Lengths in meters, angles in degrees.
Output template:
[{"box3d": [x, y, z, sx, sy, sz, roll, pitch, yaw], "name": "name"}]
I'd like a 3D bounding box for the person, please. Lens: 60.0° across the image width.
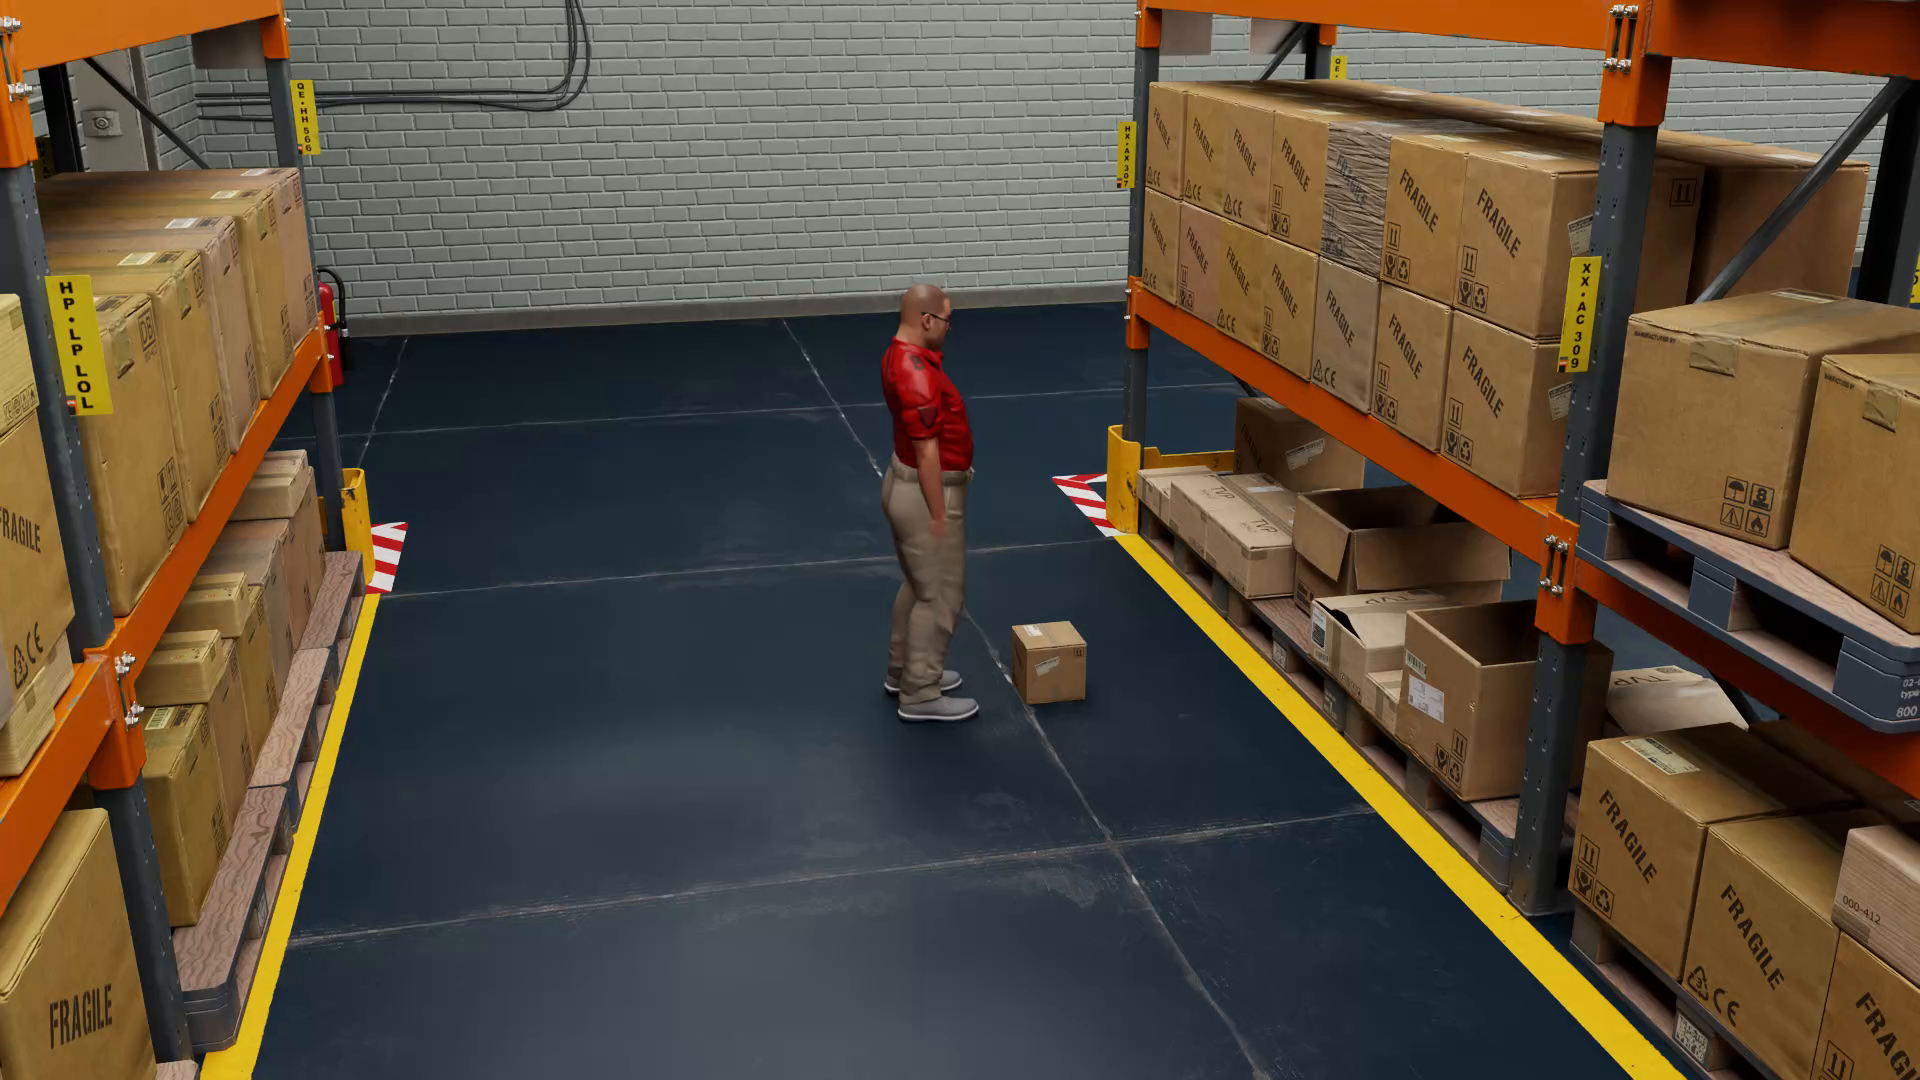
[{"box3d": [-0.129, -0.153, 6.546, 0.351, 1.721, 0.530, -4, 20, -11], "name": "person"}]
